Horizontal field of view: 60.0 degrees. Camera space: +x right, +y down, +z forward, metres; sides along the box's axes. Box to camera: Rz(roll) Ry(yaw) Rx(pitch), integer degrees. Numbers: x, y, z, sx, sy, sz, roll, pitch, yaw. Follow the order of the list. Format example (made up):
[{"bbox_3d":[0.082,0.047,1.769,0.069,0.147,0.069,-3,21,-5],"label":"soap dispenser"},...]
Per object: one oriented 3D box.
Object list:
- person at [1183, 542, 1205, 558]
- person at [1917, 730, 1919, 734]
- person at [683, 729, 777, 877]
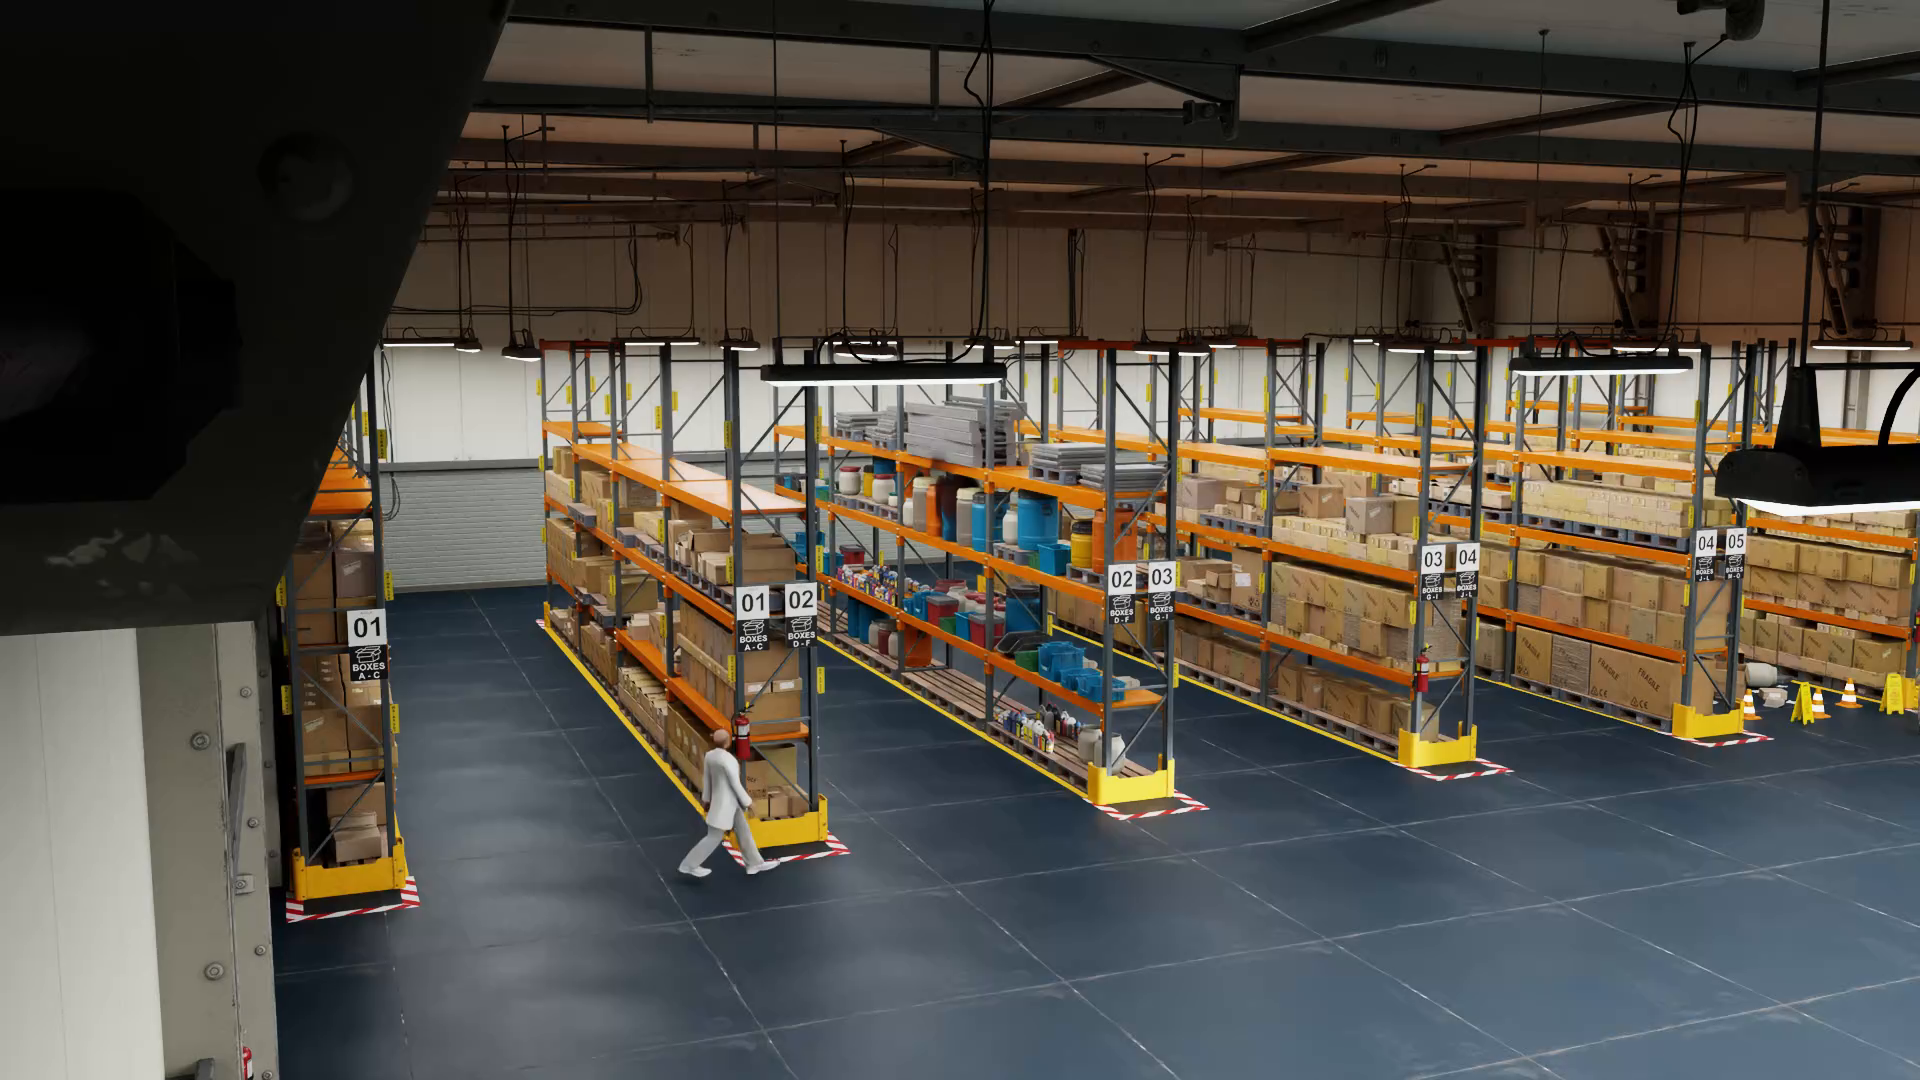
[{"bbox_3d":[5.948,0.002,42.077,0.947,1.745,0.611,-6,9,-38],"label":"person"},{"bbox_3d":[15.194,2.146,25.766,0.508,1.705,0.914,6,10,39],"label":"person"},{"bbox_3d":[-2.644,3.022,19.036,1.057,1.736,0.543,0,7,-3],"label":"person"}]
